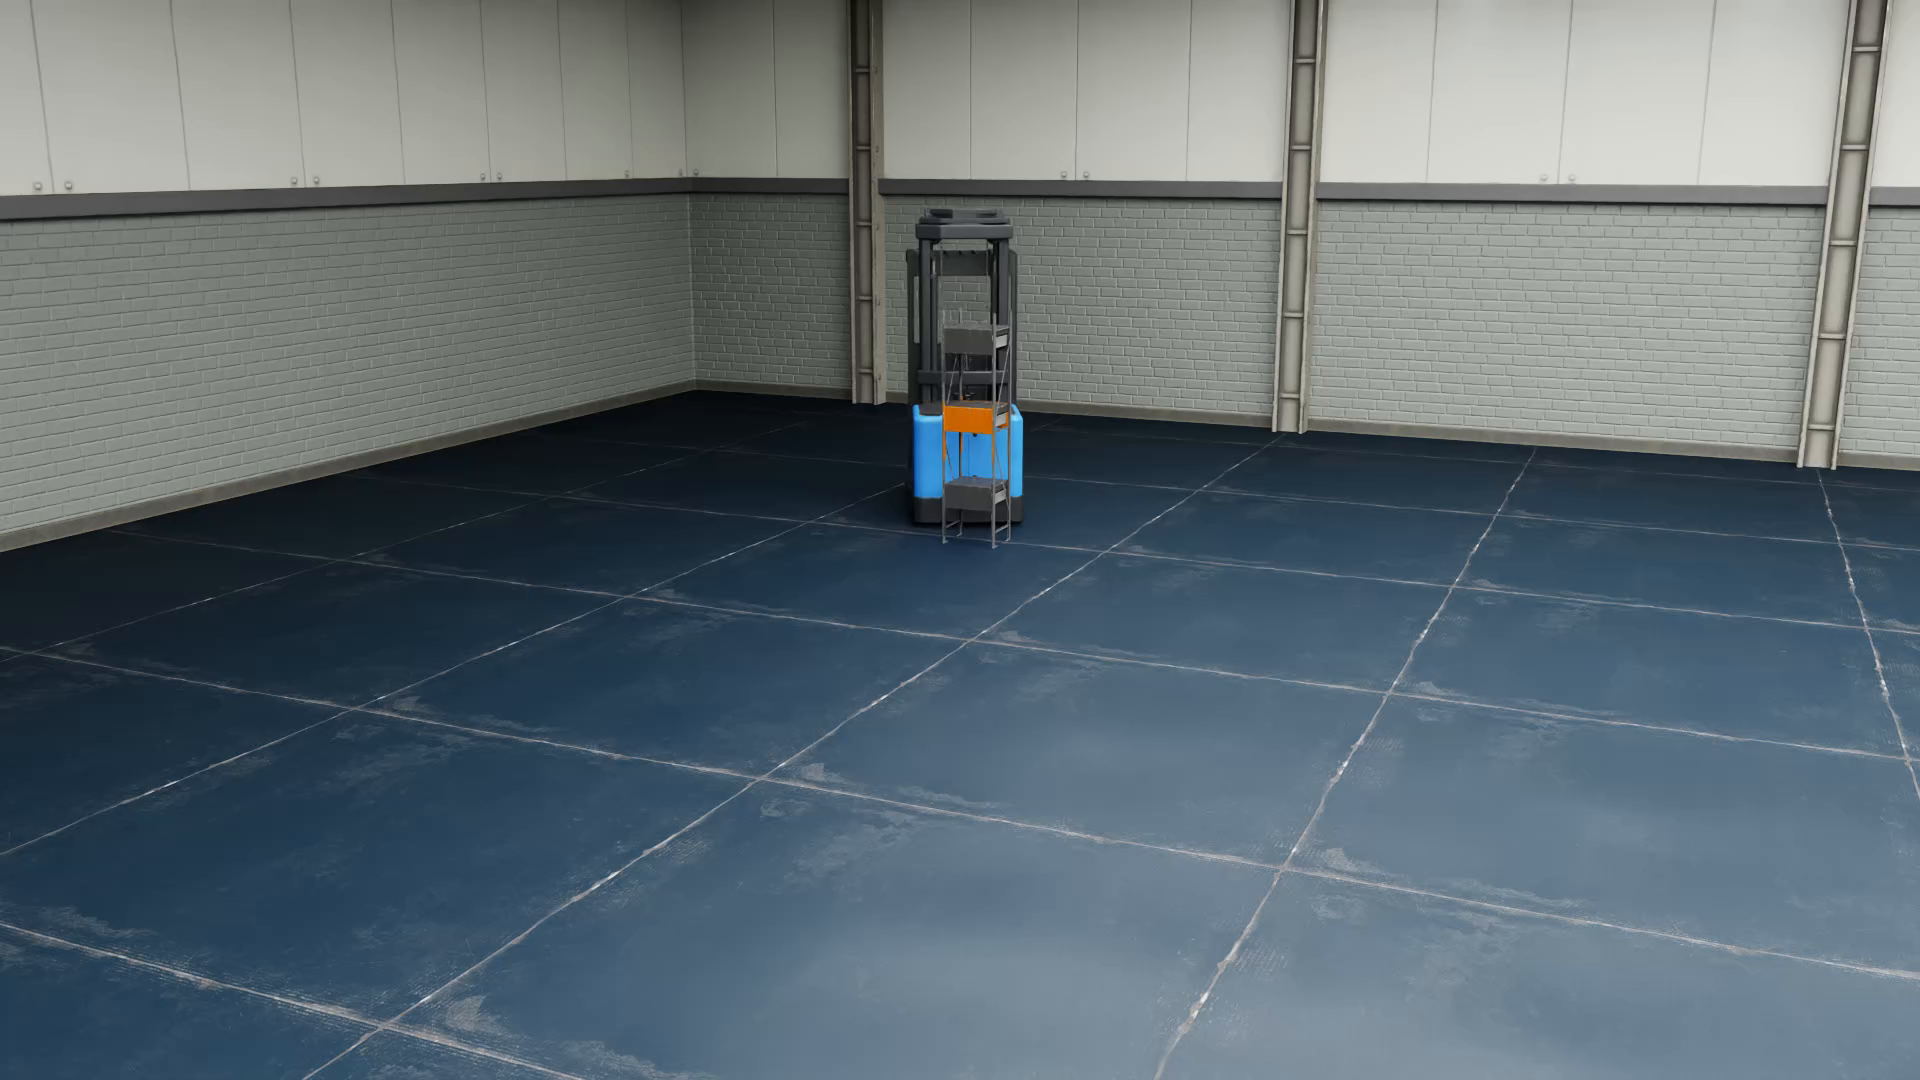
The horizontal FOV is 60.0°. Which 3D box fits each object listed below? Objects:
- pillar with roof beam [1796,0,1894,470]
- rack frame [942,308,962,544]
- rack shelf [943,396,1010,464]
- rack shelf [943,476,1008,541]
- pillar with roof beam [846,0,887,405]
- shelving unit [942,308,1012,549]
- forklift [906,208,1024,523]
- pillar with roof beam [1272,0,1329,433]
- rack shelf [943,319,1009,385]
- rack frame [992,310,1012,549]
[{"bbox_3d":[7.945,-4.321,13.965,0.400,9.000,9.100,6,14,23],"label":"pillar with roof beam"},{"bbox_3d":[-0.072,-1.029,15.041,0.015,2.100,0.400,6,14,23],"label":"rack frame"},{"bbox_3d":[0.151,-0.994,14.948,0.480,0.518,0.431,6,14,23],"label":"rack shelf"},{"bbox_3d":[0.151,-0.312,15.108,0.480,0.518,0.431,6,14,23],"label":"rack shelf"},{"bbox_3d":[-3.027,-5.431,18.697,0.400,9.000,9.100,6,14,23],"label":"pillar with roof beam"},{"bbox_3d":[0.151,-1.007,14.945,0.503,2.100,0.431,6,14,23],"label":"shelving unit"},{"bbox_3d":[0.011,-1.866,16.787,1.130,2.935,3.031,-1,13,-3],"label":"forklift"},{"bbox_3d":[2.459,-4.876,16.331,0.400,9.000,9.100,6,14,23],"label":"pillar with roof beam"},{"bbox_3d":[0.151,-1.675,14.788,0.480,0.518,0.431,6,14,23],"label":"rack shelf"},{"bbox_3d":[0.374,-0.984,14.849,0.015,2.100,0.400,6,14,23],"label":"rack frame"}]
